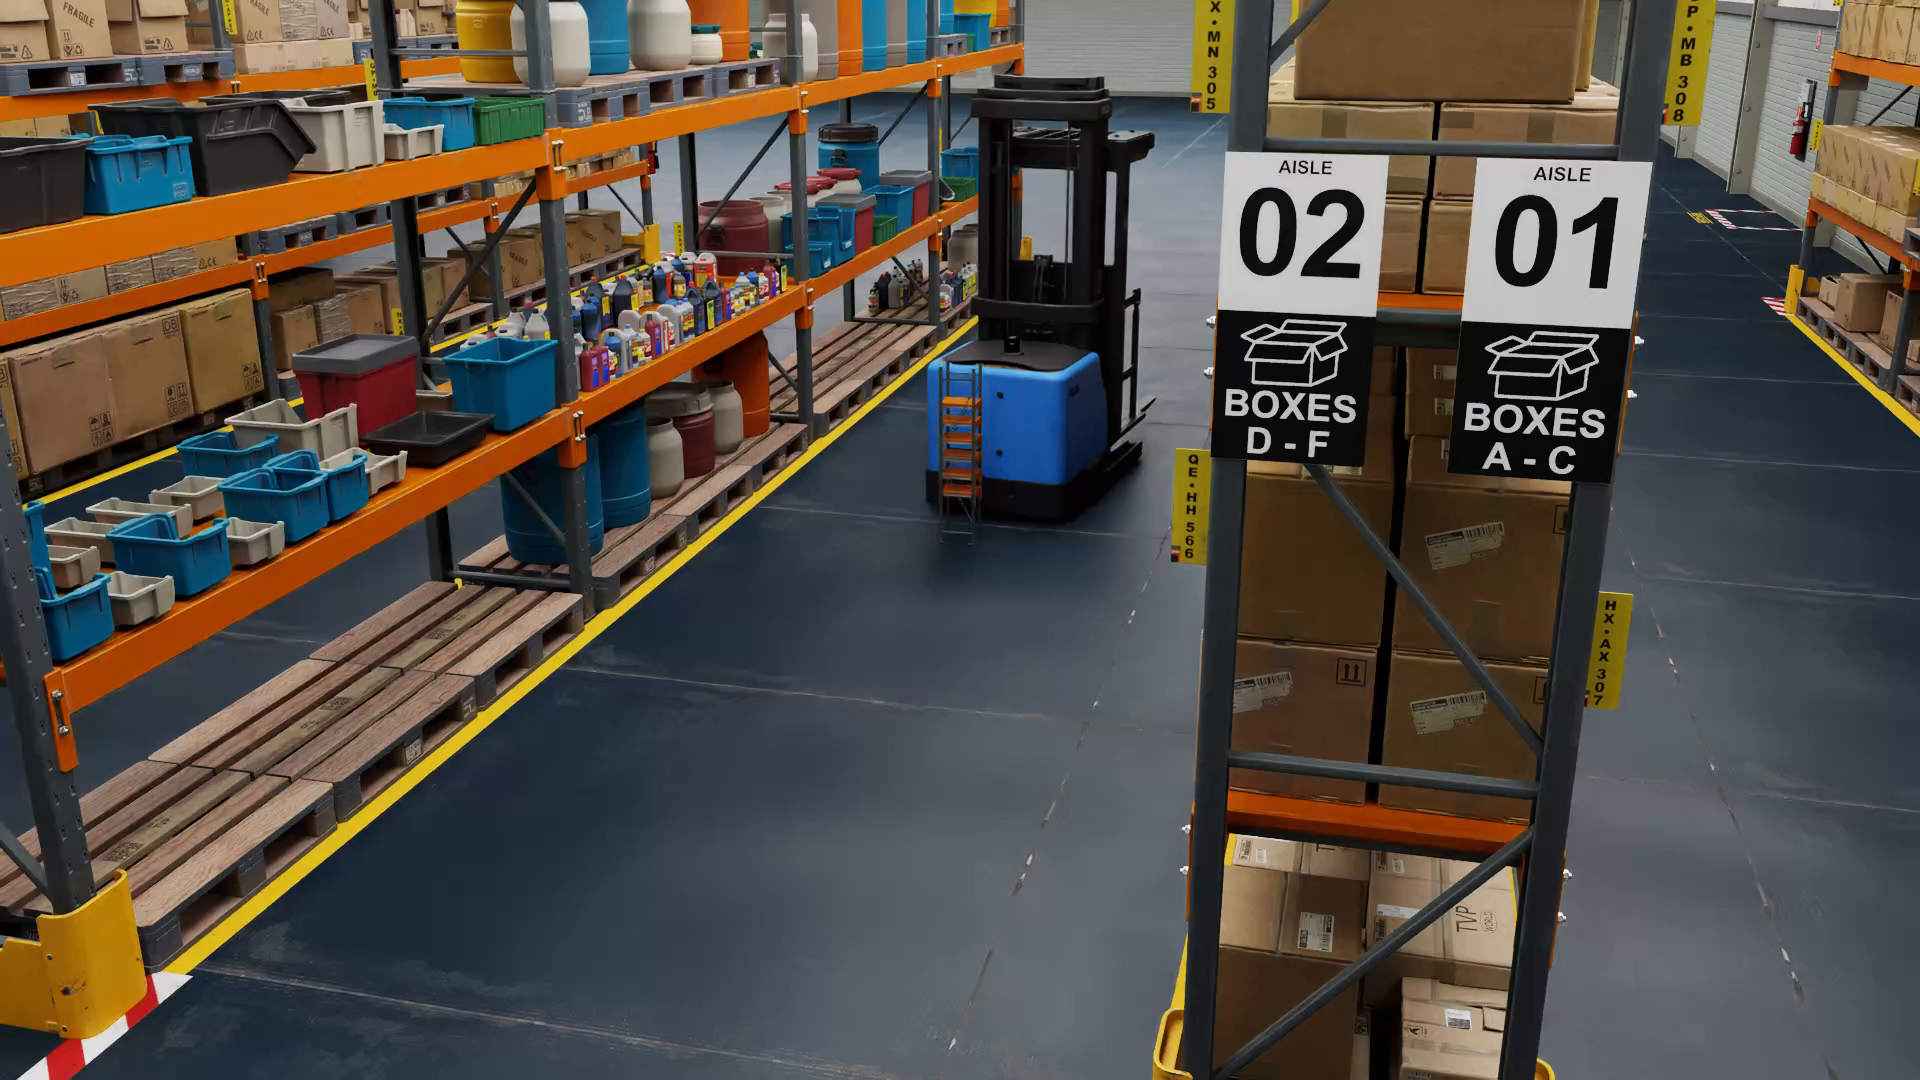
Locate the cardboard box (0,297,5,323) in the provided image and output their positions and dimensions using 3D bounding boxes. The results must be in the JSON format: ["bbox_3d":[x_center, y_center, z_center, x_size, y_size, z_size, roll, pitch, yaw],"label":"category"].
[{"bbox_3d":[-6.987,-1.709,11.395,0.500,0.500,0.500,5,19,13],"label":"cardboard box"}]

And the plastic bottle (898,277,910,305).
[{"bbox_3d":[-0.632,-2.696,17.973,0.152,0.276,0.135,5,19,13],"label":"plastic bottle"}]

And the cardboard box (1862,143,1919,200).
[{"bbox_3d":[8.966,-3.493,15.814,0.500,0.500,0.500,4,19,12],"label":"cardboard box"}]

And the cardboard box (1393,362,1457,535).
[{"bbox_3d":[1.776,-0.302,5.728,0.500,0.500,0.500,5,19,14],"label":"cardboard box"}]

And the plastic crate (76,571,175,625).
[{"bbox_3d":[-3.100,0.217,6.228,0.250,0.136,0.298,5,19,13],"label":"plastic crate"}]

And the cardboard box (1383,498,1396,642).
[{"bbox_3d":[1.774,0.173,5.885,0.500,0.500,0.500,5,19,13],"label":"cardboard box"}]

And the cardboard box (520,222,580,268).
[{"bbox_3d":[-4.985,-3.577,20.237,0.500,0.500,0.500,7,20,18],"label":"cardboard box"}]

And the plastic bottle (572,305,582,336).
[{"bbox_3d":[-2.507,-1.387,10.807,0.097,0.271,0.097,0,19,0],"label":"plastic bottle"}]

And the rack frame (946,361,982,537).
[{"bbox_3d":[0.026,-0.601,11.091,0.240,1.200,0.006,5,19,13],"label":"rack frame"}]

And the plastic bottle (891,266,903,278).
[{"bbox_3d":[-0.703,-2.836,18.268,0.144,0.351,0.185,5,19,13],"label":"plastic bottle"}]

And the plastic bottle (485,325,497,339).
[{"bbox_3d":[-2.866,-1.158,10.118,0.061,0.283,0.133,5,19,13],"label":"plastic bottle"}]

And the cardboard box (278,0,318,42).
[{"bbox_3d":[-5.995,-4.622,14.510,0.500,0.500,0.500,5,19,14],"label":"cardboard box"}]

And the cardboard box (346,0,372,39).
[{"bbox_3d":[-5.949,-5.119,16.084,0.797,0.503,0.637,5,20,16],"label":"cardboard box"}]

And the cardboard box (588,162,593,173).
[{"bbox_3d":[-4.691,-4.523,20.177,0.380,0.149,0.250,5,19,13],"label":"cardboard box"}]

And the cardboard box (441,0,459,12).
[{"bbox_3d":[-5.647,-5.892,17.768,0.500,0.500,0.500,4,19,12],"label":"cardboard box"}]

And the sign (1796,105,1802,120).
[{"bbox_3d":[12.887,-6.513,25.561,0.001,0.329,0.234,5,19,13],"label":"sign"}]

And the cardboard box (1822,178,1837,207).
[{"bbox_3d":[9.338,-3.614,17.328,0.500,0.250,0.500,4,19,12],"label":"cardboard box"}]

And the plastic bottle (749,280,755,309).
[{"bbox_3d":[-1.542,-1.789,12.091,0.097,0.201,0.097,0,19,0],"label":"plastic bottle"}]

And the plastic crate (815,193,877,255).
[{"bbox_3d":[-0.992,-2.754,14.512,0.402,0.464,0.583,5,19,13],"label":"plastic crate"}]

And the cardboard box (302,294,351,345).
[{"bbox_3d":[-6.219,-2.045,15.720,0.700,0.500,0.500,3,19,9],"label":"cardboard box"}]

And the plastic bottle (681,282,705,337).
[{"bbox_3d":[-1.805,-1.553,11.171,0.144,0.351,0.185,5,19,13],"label":"plastic bottle"}]

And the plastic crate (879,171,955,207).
[{"bbox_3d":[-0.455,-3.620,17.242,0.767,0.338,0.504,5,19,13],"label":"plastic crate"}]

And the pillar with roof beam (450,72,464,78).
[{"bbox_3d":[-9.961,-16.188,44.660,9.100,9.000,0.400,5,19,13],"label":"pillar with roof beam"}]

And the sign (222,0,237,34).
[{"bbox_3d":[-5.950,-4.288,13.539,0.100,0.325,0.005,5,19,13],"label":"sign"}]

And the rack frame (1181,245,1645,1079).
[{"bbox_3d":[1.164,0.658,4.621,1.000,3.000,0.127,5,19,13],"label":"rack frame"}]

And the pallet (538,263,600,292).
[{"bbox_3d":[-5.083,-3.164,20.124,1.003,0.211,1.213,5,19,13],"label":"pallet"}]

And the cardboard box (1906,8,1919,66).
[{"bbox_3d":[8.920,-4.525,14.968,0.500,0.500,0.500,3,19,9],"label":"cardboard box"}]

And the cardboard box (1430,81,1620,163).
[{"bbox_3d":[1.671,-1.224,4.948,0.500,0.250,0.500,5,19,13],"label":"cardboard box"}]

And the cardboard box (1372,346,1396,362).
[{"bbox_3d":[1.376,-0.506,6.327,0.500,0.500,0.500,5,20,15],"label":"cardboard box"}]

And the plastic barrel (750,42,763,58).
[{"bbox_3d":[-1.599,-4.013,13.869,0.301,0.262,0.301,0,19,0],"label":"plastic barrel"}]

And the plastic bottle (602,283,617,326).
[{"bbox_3d":[-2.442,-1.638,11.535,0.152,0.276,0.135,5,19,13],"label":"plastic bottle"}]

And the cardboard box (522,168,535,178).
[{"bbox_3d":[-5.183,-4.365,18.711,0.875,0.500,0.500,5,19,13],"label":"cardboard box"}]

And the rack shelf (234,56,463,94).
[{"bbox_3d":[-5.998,-4.339,15.722,1.077,0.370,4.000,5,19,13],"label":"rack shelf"}]

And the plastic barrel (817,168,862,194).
[{"bbox_3d":[-1.153,-3.277,15.932,0.433,0.535,0.433,0,19,0],"label":"plastic barrel"}]

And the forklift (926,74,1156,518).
[{"bbox_3d":[0.776,-1.973,12.428,1.130,2.935,3.031,7,20,21],"label":"forklift"}]

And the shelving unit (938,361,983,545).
[{"bbox_3d":[0.004,-0.572,11.007,0.258,1.200,0.189,5,19,13],"label":"shelving unit"}]

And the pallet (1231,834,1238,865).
[{"bbox_3d":[1.677,1.323,6.989,1.003,0.211,1.213,5,19,13],"label":"pallet"}]

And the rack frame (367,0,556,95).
[{"bbox_3d":[-2.661,-3.827,8.470,1.000,3.000,0.127,5,19,13],"label":"rack frame"}]

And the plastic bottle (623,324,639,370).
[{"bbox_3d":[-2.034,-1.191,10.233,0.097,0.271,0.097,0,19,0],"label":"plastic bottle"}]

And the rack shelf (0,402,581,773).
[{"bbox_3d":[-3.150,-0.021,7.721,1.077,0.370,4.000,5,19,13],"label":"rack shelf"}]

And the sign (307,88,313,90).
[{"bbox_3d":[-8.794,-6.177,22.473,0.100,0.325,0.005,5,19,13],"label":"sign"}]

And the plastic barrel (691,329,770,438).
[{"bbox_3d":[-1.787,-1.259,12.940,0.600,0.830,0.708,5,19,13],"label":"plastic barrel"}]

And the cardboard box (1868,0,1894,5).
[{"bbox_3d":[9.262,-5.500,16.276,0.500,0.500,0.500,5,20,15],"label":"cardboard box"}]

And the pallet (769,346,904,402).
[{"bbox_3d":[-1.157,-1.543,15.379,1.003,0.211,1.213,5,19,13],"label":"pallet"}]

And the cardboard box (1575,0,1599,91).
[{"bbox_3d":[1.478,-1.594,4.872,0.700,0.500,0.500,5,19,13],"label":"cardboard box"}]

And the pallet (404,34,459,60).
[{"bbox_3d":[-5.763,-5.032,16.930,1.213,0.211,1.003,5,19,13],"label":"pallet"}]

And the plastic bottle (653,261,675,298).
[{"bbox_3d":[-2.216,-1.928,12.384,0.152,0.276,0.135,5,19,13],"label":"plastic bottle"}]

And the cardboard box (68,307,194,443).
[{"bbox_3d":[-6.901,-1.333,13.086,1.225,0.875,0.875,5,19,14],"label":"cardboard box"}]

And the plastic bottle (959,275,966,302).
[{"bbox_3d":[0.020,-2.746,18.109,0.061,0.283,0.133,6,20,16],"label":"plastic bottle"}]

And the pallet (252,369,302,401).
[{"bbox_3d":[-6.294,-1.558,15.423,1.003,0.211,1.213,5,19,13],"label":"pallet"}]

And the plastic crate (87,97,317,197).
[{"bbox_3d":[-2.998,-1.582,6.633,0.504,0.338,0.767,5,19,13],"label":"plastic crate"}]

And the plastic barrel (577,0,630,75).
[{"bbox_3d":[-2.392,-3.391,10.408,0.600,0.901,0.708,5,19,13],"label":"plastic barrel"}]

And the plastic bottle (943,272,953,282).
[{"bbox_3d":[-0.107,-2.831,18.369,0.152,0.276,0.135,5,19,13],"label":"plastic bottle"}]

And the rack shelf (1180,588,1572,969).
[{"bbox_3d":[1.653,0.372,6.572,1.077,0.370,4.000,5,19,13],"label":"rack shelf"}]

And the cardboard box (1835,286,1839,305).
[{"bbox_3d":[9.482,-2.514,17.387,0.500,0.311,0.500,6,20,18],"label":"cardboard box"}]

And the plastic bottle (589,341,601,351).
[{"bbox_3d":[-2.215,-1.128,10.156,0.097,0.201,0.097,0,19,0],"label":"plastic bottle"}]
